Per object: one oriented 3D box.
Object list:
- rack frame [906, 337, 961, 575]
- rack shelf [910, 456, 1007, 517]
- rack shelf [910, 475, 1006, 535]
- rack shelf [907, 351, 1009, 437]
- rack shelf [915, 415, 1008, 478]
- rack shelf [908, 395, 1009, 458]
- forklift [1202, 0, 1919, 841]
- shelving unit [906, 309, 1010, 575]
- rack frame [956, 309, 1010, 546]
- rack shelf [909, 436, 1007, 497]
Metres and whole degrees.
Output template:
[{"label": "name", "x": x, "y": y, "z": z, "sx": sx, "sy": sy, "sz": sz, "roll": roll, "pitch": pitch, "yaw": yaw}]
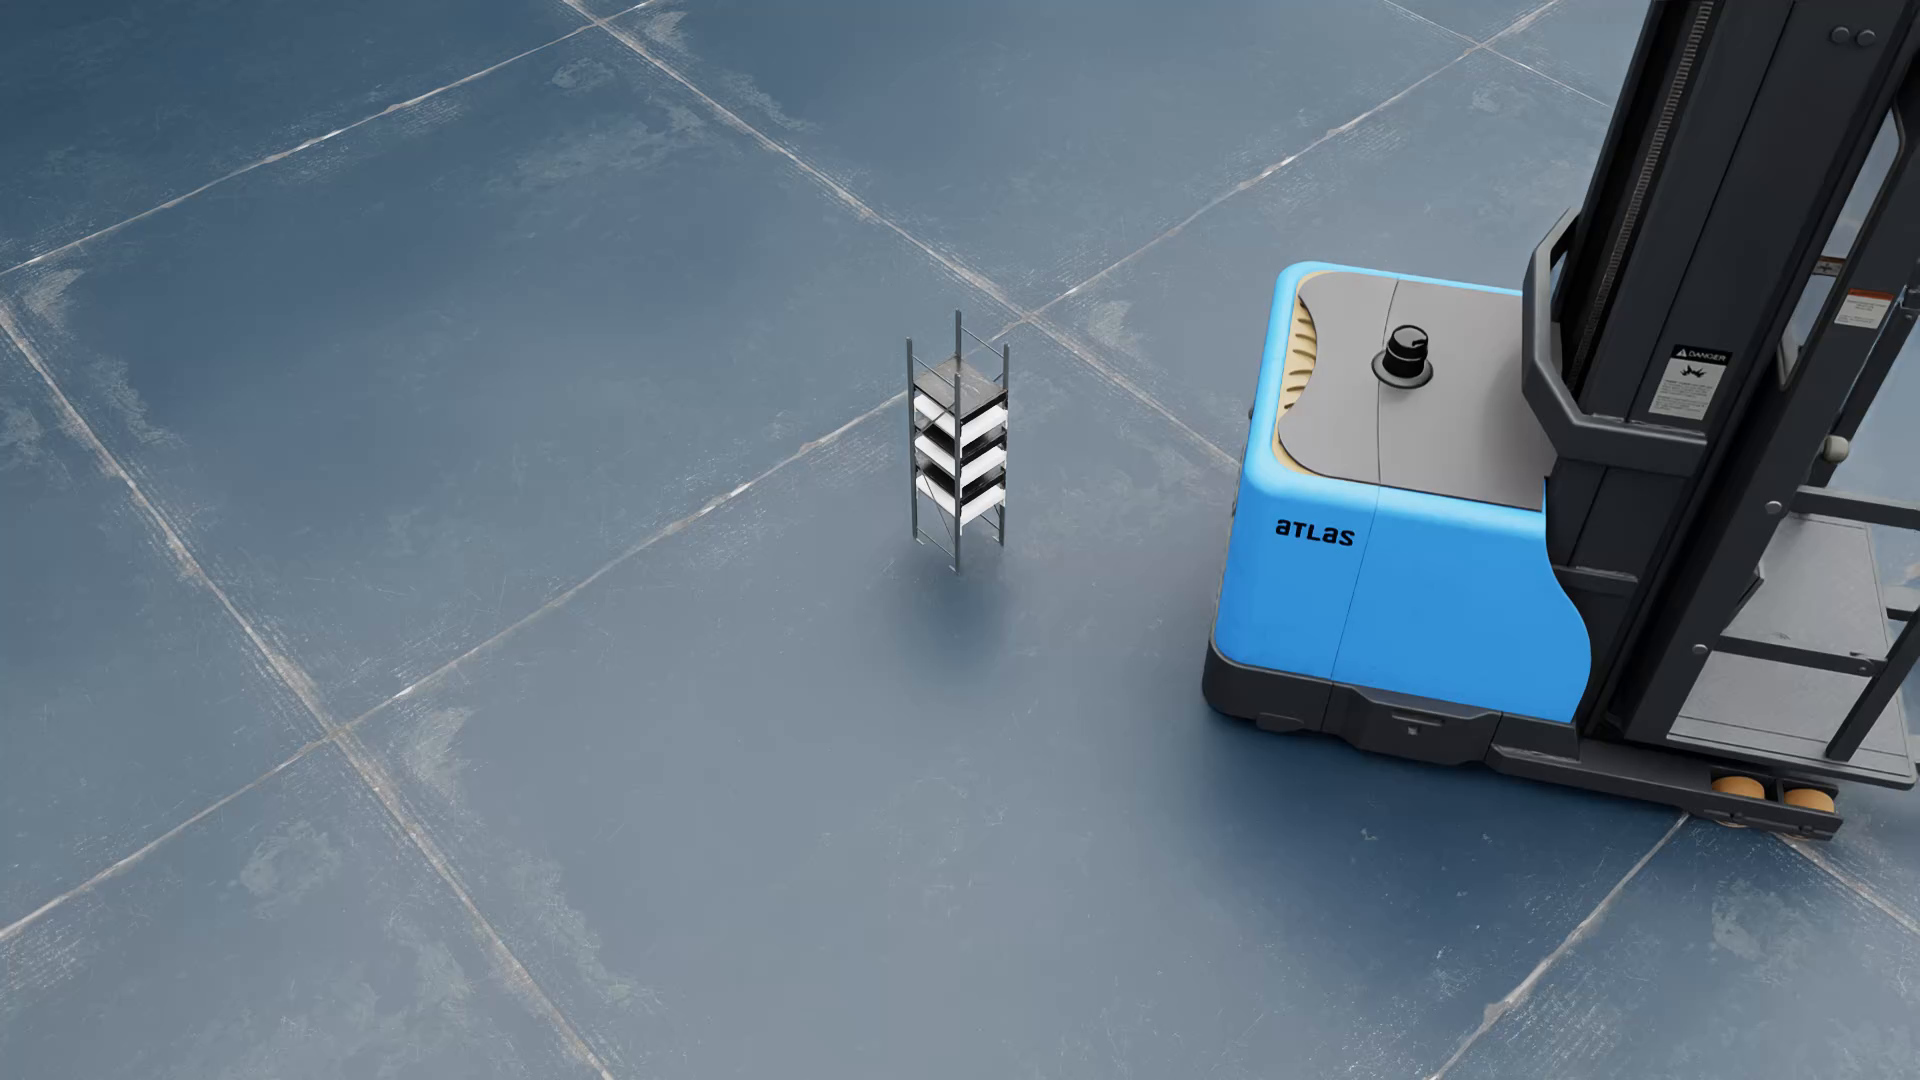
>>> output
[{"label": "rack frame", "x": -0.081, "y": -0.251, "z": 5.369, "sx": 0.006, "sy": 0.900, "sz": 0.240, "roll": -34, "pitch": 56, "yaw": -27}, {"label": "rack shelf", "x": -0.006, "y": -0.218, "z": 5.506, "sx": 0.200, "sy": 0.077, "sz": 0.258, "roll": -34, "pitch": 56, "yaw": -27}, {"label": "rack shelf", "x": -0.006, "y": -0.156, "z": 5.572, "sx": 0.200, "sy": 0.077, "sz": 0.258, "roll": -34, "pitch": 56, "yaw": -27}, {"label": "rack shelf", "x": -0.006, "y": -0.462, "z": 5.242, "sx": 0.200, "sy": 0.077, "sz": 0.258, "roll": -34, "pitch": 56, "yaw": -27}, {"label": "rack shelf", "x": -0.006, "y": -0.340, "z": 5.374, "sx": 0.200, "sy": 0.077, "sz": 0.258, "roll": -34, "pitch": 56, "yaw": -27}, {"label": "rack shelf", "x": -0.006, "y": -0.401, "z": 5.308, "sx": 0.200, "sy": 0.077, "sz": 0.258, "roll": -34, "pitch": 56, "yaw": -27}, {"label": "forklift", "x": 2.333, "y": -0.538, "z": 4.252, "sx": 3.031, "sy": 2.935, "sz": 1.130, "roll": 10, "pitch": 48, "yaw": 9}, {"label": "shelving unit", "x": -0.006, "y": -0.301, "z": 5.416, "sx": 0.210, "sy": 0.900, "sz": 0.258, "roll": -34, "pitch": 56, "yaw": -27}, {"label": "rack frame", "x": 0.069, "y": -0.351, "z": 5.462, "sx": 0.006, "sy": 0.900, "sz": 0.240, "roll": -34, "pitch": 56, "yaw": -27}, {"label": "rack shelf", "x": -0.006, "y": -0.279, "z": 5.440, "sx": 0.200, "sy": 0.077, "sz": 0.258, "roll": -34, "pitch": 56, "yaw": -27}]
